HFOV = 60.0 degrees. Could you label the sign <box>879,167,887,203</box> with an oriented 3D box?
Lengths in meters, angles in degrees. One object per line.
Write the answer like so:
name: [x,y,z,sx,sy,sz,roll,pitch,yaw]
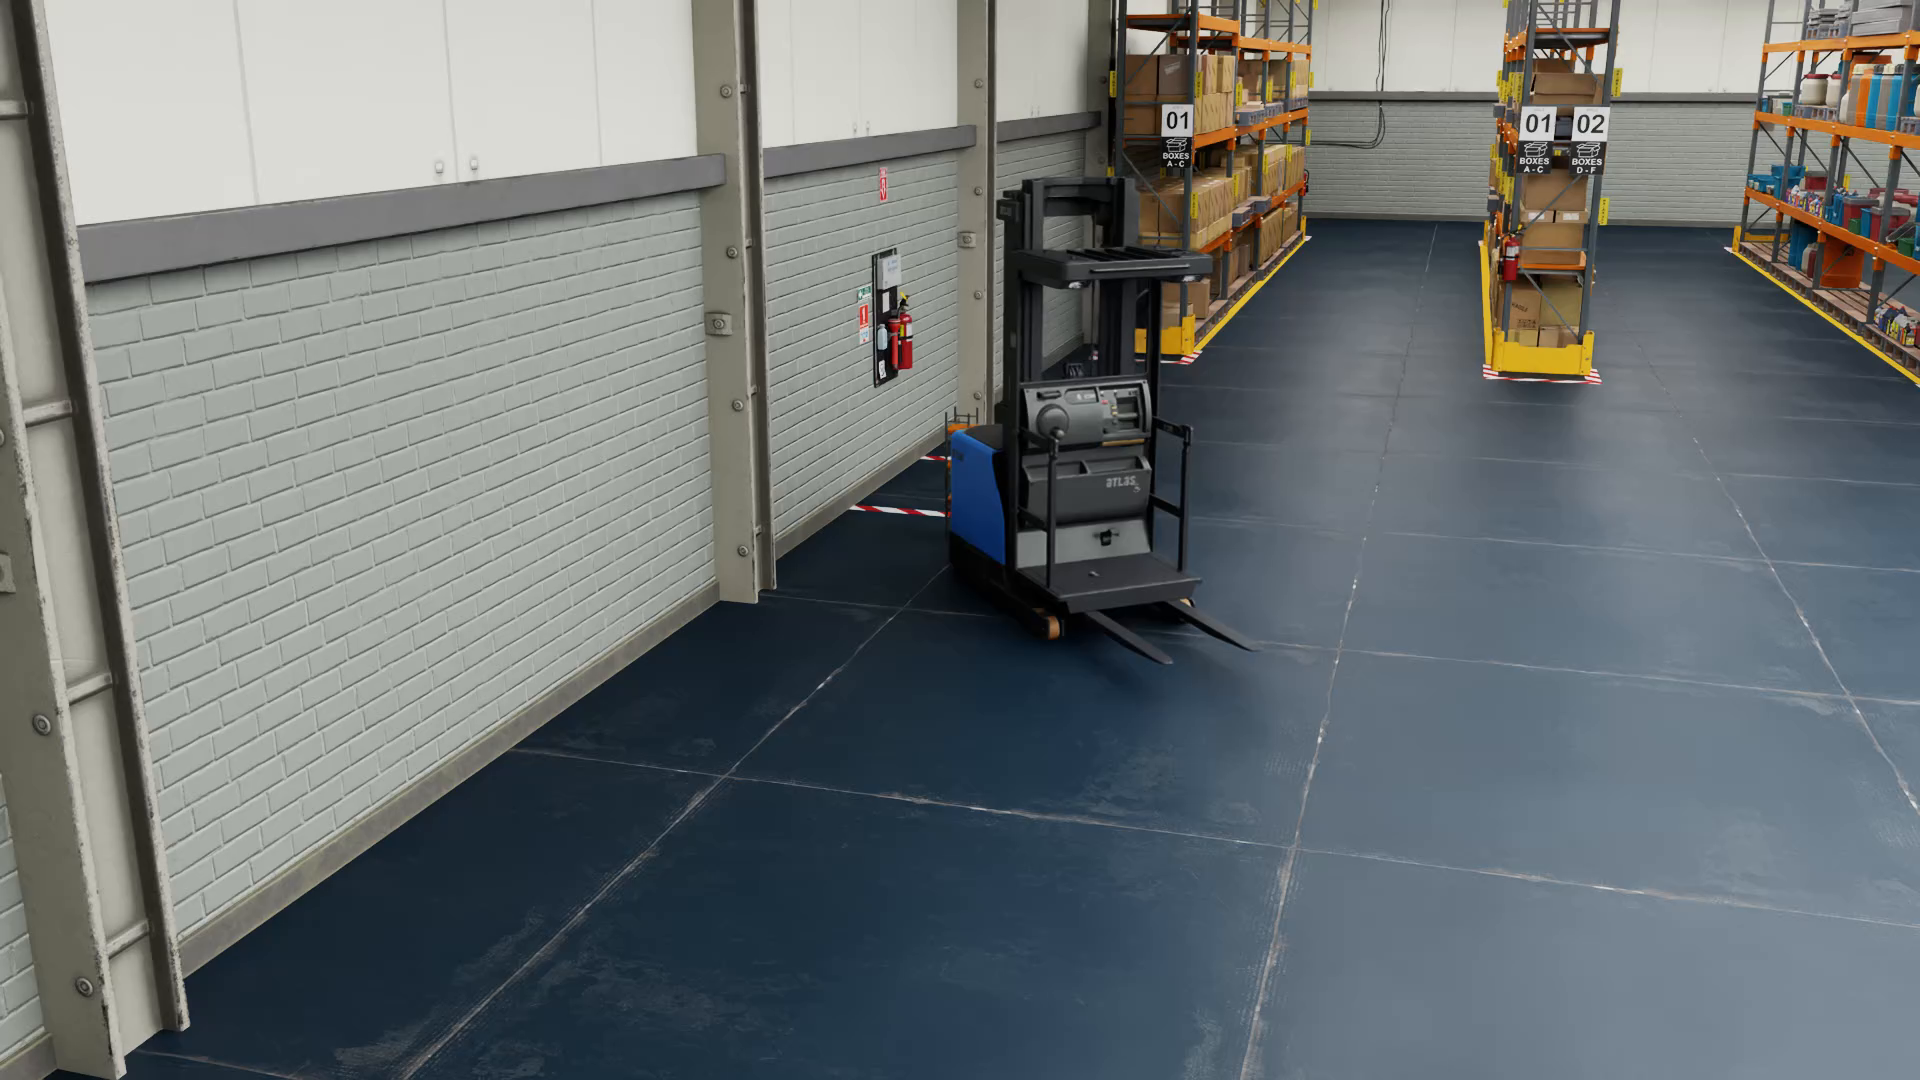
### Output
sign: [-0.670,-3.105,14.531,0.001,0.298,0.199,5,16,16]

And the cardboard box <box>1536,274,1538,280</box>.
cardboard box: [8.176,-3.451,22.895,0.500,0.500,0.500,5,16,16]

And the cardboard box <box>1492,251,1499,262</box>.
cardboard box: [8.955,-4.554,27.128,0.500,0.311,0.500,4,16,14]

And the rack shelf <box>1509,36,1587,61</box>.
rack shelf: [8.958,-7.481,25.266,1.077,0.370,4.000,5,16,16]

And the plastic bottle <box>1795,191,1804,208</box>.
plastic bottle: [14.651,-5.925,28.948,0.152,0.276,0.135,5,16,16]

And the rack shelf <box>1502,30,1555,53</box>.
rack shelf: [11.231,-9.765,32.591,1.077,0.370,4.000,5,16,16]

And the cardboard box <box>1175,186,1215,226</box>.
cardboard box: [3.229,-4.610,22.950,0.500,0.500,0.500,4,16,14]

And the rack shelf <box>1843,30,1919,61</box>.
rack shelf: [13.706,-7.096,23.908,1.077,0.370,4.000,5,16,16]

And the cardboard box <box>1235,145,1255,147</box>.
cardboard box: [5.390,-7.411,31.820,0.500,0.250,0.500,5,17,17]

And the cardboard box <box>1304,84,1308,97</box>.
cardboard box: [7.096,-9.542,35.299,0.500,0.250,0.500,5,17,18]

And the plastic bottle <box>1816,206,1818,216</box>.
plastic bottle: [14.096,-5.404,27.250,0.097,0.201,0.097,0,16,0]

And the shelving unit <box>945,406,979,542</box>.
shelving unit: [0.015,-0.519,13.235,0.215,1.050,0.252,5,16,16]

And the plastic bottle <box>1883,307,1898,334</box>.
plastic bottle: [12.457,-2.934,22.225,0.144,0.351,0.185,4,16,14]

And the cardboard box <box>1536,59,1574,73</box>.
cardboard box: [8.603,-6.702,24.097,0.500,0.500,0.500,5,17,17]

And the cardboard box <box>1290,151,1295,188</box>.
cardboard box: [6.295,-7.562,33.944,0.980,0.700,0.700,4,16,14]

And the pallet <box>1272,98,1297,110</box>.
pallet: [6.155,-8.700,33.171,1.003,0.211,1.213,5,16,16]

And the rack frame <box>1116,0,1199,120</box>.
rack frame: [2.502,-6.833,20.930,1.000,3.000,0.127,5,16,16]

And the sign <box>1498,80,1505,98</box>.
sign: [10.141,-8.435,31.127,0.100,0.325,0.005,5,16,16]

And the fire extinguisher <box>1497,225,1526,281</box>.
fire extinguisher: [6.774,-3.532,20.426,0.296,0.674,0.183,5,16,16]

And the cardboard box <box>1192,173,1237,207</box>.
cardboard box: [3.982,-5.530,26.338,0.700,0.500,0.500,6,17,22]

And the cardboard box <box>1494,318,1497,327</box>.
cardboard box: [7.253,-2.738,21.755,0.500,0.250,0.500,5,16,16]

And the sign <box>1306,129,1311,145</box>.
sign: [7.566,-8.758,36.155,0.100,0.325,0.005,5,16,16]

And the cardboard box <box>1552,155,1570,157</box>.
cardboard box: [8.270,-5.166,23.485,0.700,0.500,0.500,5,17,16]

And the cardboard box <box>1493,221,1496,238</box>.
cardboard box: [9.866,-5.573,29.880,0.500,0.250,0.500,4,16,15]

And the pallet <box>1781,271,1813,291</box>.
pallet: [14.807,-4.458,28.660,1.003,0.211,1.213,5,16,16]

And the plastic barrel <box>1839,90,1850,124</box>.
plastic barrel: [13.892,-6.711,25.791,0.421,0.512,0.421,0,16,0]

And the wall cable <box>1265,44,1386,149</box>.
wall cable: [8.999,-10.977,41.231,3.097,2.526,0.112,5,16,16]

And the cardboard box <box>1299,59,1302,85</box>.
cardboard box: [6.659,-9.498,33.769,0.500,0.500,0.500,5,17,16]

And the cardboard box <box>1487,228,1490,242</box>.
cardboard box: [11.089,-6.257,34.124,0.500,0.250,0.500,5,16,16]

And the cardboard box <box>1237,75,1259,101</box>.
cardboard box: [4.856,-7.872,29.099,0.700,0.500,0.500,3,16,12]

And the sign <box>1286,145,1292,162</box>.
sign: [6.436,-7.566,32.530,0.100,0.325,0.005,5,16,16]

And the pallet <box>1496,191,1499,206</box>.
pallet: [10.075,-6.074,29.598,1.003,0.211,1.213,5,16,16]

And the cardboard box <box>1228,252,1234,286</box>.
cardboard box: [4.115,-4.466,27.352,0.700,0.500,0.500,5,17,17]

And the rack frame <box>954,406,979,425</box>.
rack frame: [0.050,-0.551,13.348,0.200,1.050,0.008,5,16,16]

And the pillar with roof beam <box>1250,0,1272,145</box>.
pillar with roof beam: [11.115,-11.459,37.238,9.100,9.000,0.400,5,16,16]

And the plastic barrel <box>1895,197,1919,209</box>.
plastic barrel: [13.828,-4.716,24.210,0.433,0.535,0.433,0,16,0]

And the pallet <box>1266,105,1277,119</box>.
pallet: [4.908,-7.565,29.352,1.213,0.211,1.003,5,17,18]

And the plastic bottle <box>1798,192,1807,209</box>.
plastic bottle: [14.585,-5.864,28.734,0.152,0.276,0.135,5,16,16]

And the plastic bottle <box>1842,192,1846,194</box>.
plastic bottle: [15.362,-5.903,28.871,0.152,0.276,0.135,5,16,16]

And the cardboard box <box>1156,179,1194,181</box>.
cardboard box: [3.155,-5.050,24.501,0.500,0.500,0.500,5,16,16]

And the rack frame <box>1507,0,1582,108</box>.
rack frame: [9.526,-8.543,26.958,1.000,3.000,0.127,5,16,16]

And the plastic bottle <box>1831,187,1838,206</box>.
plastic bottle: [15.273,-5.992,29.047,0.144,0.351,0.185,5,16,16]

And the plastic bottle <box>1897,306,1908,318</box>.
plastic bottle: [12.649,-2.972,22.360,0.144,0.351,0.185,5,16,16]

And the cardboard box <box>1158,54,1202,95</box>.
cardboard box: [2.845,-6.011,21.475,0.500,0.500,0.500,3,16,12]

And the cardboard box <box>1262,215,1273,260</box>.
cardboard box: [5.366,-5.619,30.812,0.750,0.750,0.750,5,16,16]

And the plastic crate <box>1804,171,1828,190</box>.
plastic crate: [15.905,-6.592,30.846,0.402,0.464,0.583,5,16,16]

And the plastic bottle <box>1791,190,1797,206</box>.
plastic bottle: [14.751,-6.041,29.366,0.097,0.271,0.097,0,16,0]

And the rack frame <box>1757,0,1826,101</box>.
rack frame: [16.548,-10.251,32.979,1.000,3.000,0.127,5,16,16]

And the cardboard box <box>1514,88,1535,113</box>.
cardboard box: [7.485,-5.701,21.571,0.500,0.311,0.500,7,17,22]

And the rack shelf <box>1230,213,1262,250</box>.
rack shelf: [4.208,-5.171,27.381,1.077,0.370,4.000,5,16,16]

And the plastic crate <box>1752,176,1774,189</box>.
plastic crate: [15.975,-7.102,33.068,0.416,0.233,0.300,5,16,16]

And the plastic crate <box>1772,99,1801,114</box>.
plastic crate: [15.622,-8.195,31.445,0.437,0.282,0.530,5,16,16]

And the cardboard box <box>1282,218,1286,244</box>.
cardboard box: [6.223,-6.274,33.762,0.700,0.500,0.500,5,17,17]

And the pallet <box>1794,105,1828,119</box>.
pallet: [15.282,-7.458,28.975,1.213,0.211,1.003,5,16,16]

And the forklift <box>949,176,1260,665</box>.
forklift: [0.948,-0.874,11.039,1.130,2.935,3.031,-6,17,-22]

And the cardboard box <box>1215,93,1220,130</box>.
cardboard box: [3.300,-5.932,23.028,0.500,0.500,0.500,6,17,19]
